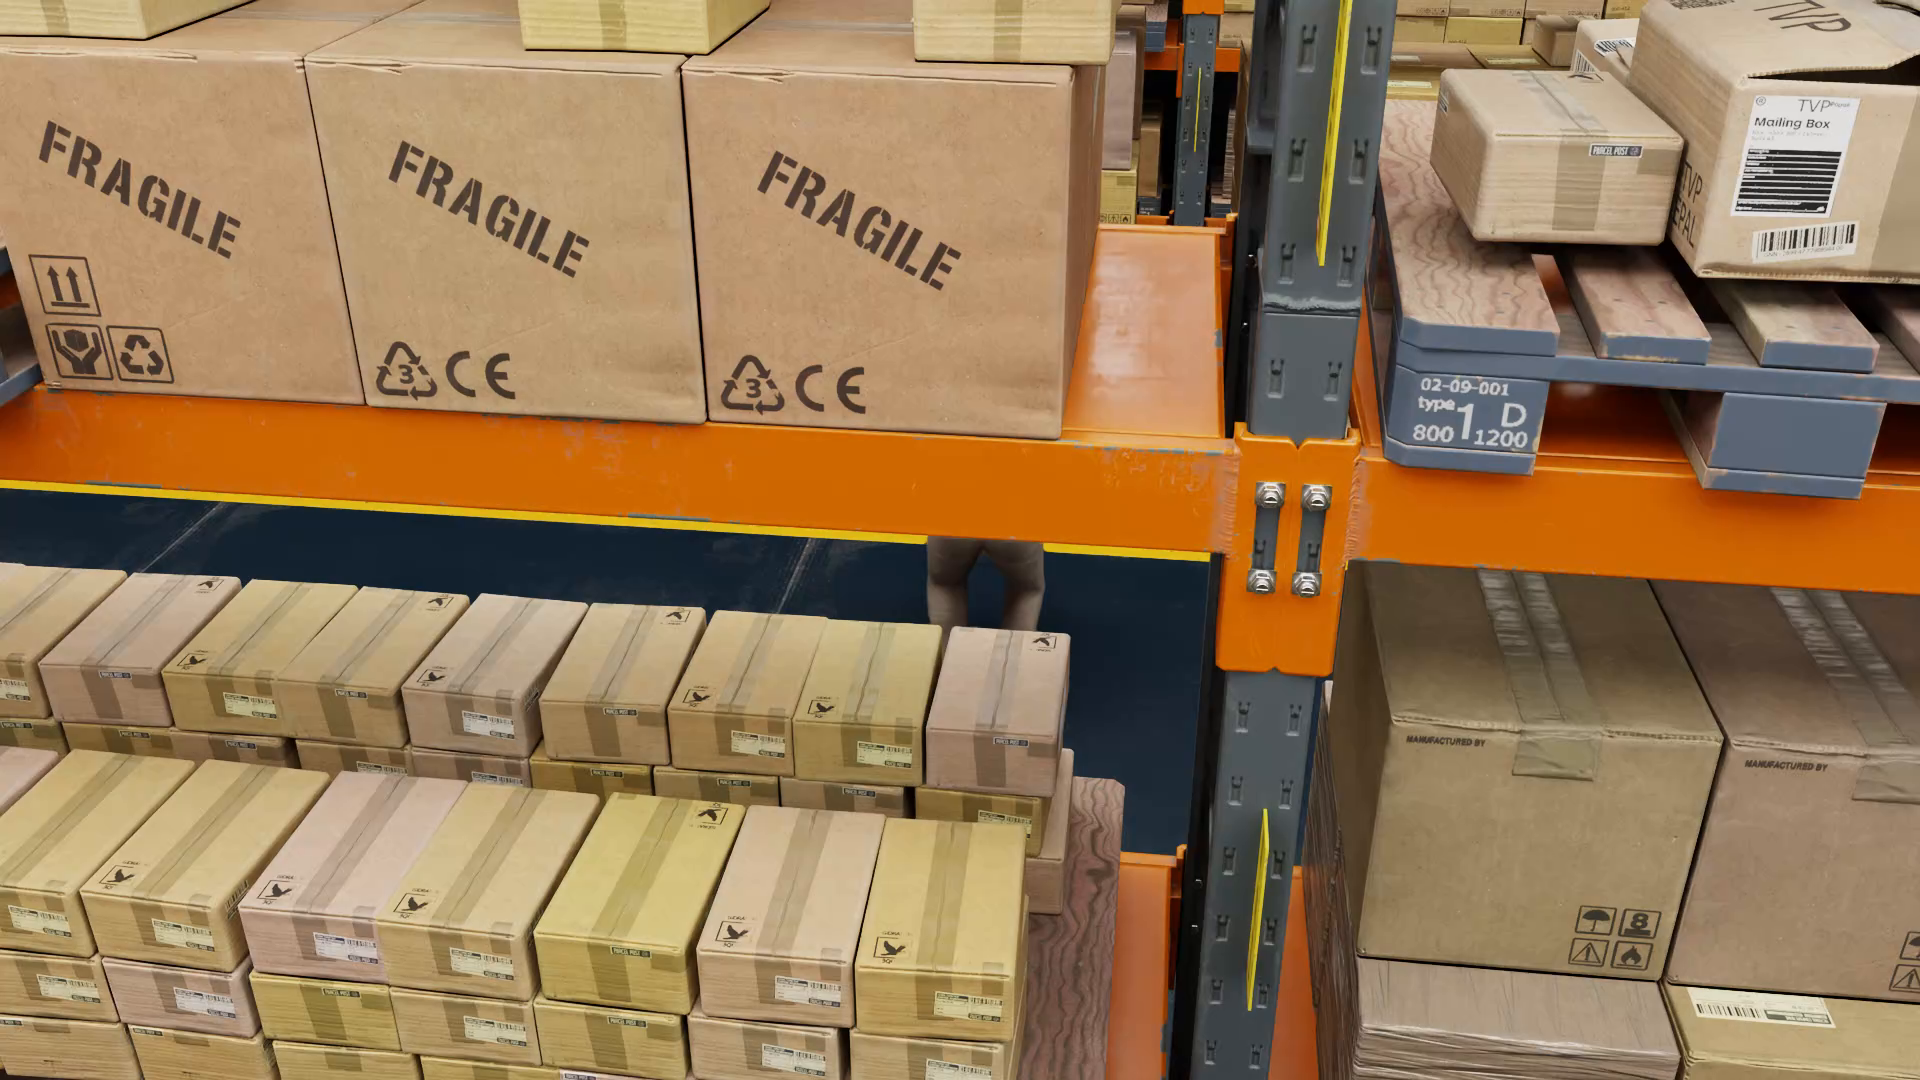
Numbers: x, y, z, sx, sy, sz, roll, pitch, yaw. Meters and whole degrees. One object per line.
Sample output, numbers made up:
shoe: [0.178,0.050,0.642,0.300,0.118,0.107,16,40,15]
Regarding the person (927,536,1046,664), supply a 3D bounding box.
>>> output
person: [0.118,-0.078,6.669,0.477,1.374,0.875,3,28,5]
